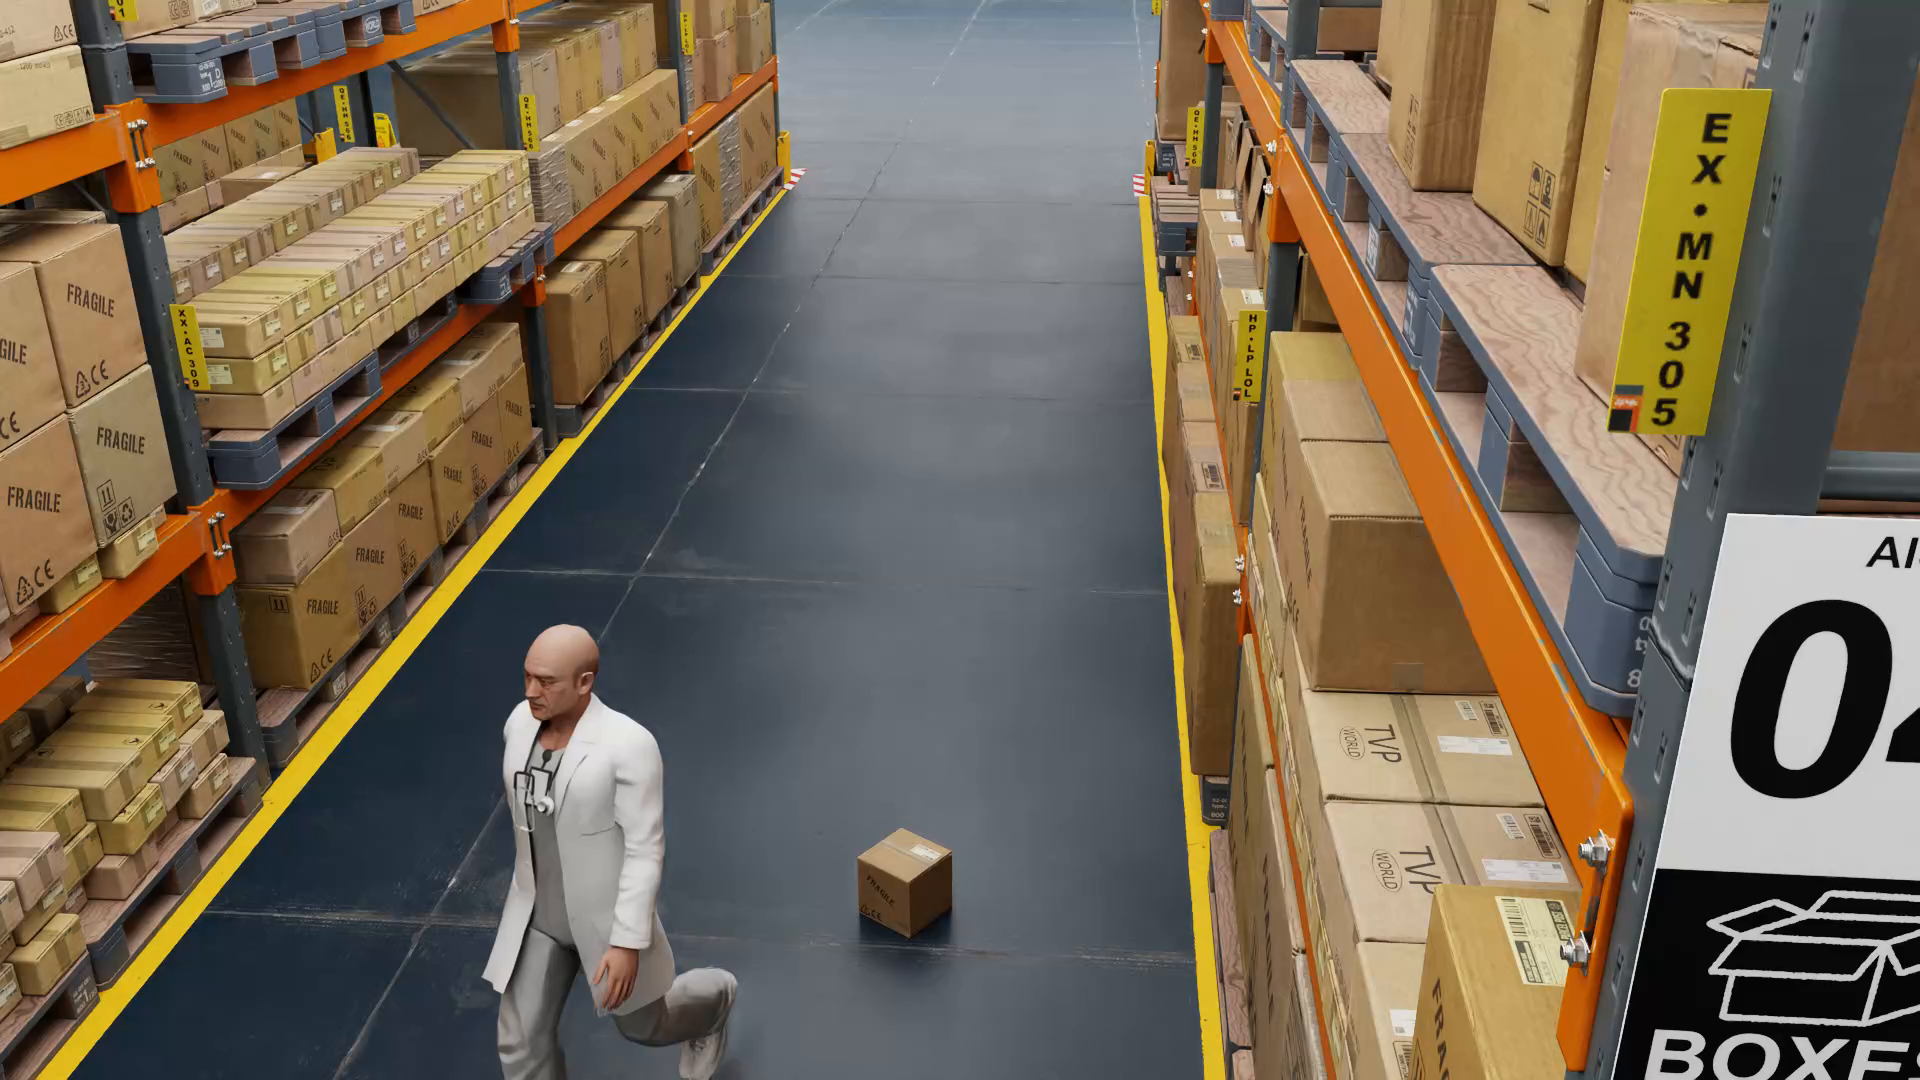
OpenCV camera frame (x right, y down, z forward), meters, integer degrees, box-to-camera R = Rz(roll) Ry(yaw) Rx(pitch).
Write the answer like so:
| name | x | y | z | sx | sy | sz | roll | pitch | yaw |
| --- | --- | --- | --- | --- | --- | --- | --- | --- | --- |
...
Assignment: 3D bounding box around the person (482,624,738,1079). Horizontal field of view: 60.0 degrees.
| name | x | y | z | sx | sy | sz | roll | pitch | yaw |
| --- | --- | --- | --- | --- | --- | --- | --- | --- | --- |
| person | -1.045 | 1.034 | 4.794 | 0.582 | 1.739 | 1.017 | 11 | 26 | 22 |
